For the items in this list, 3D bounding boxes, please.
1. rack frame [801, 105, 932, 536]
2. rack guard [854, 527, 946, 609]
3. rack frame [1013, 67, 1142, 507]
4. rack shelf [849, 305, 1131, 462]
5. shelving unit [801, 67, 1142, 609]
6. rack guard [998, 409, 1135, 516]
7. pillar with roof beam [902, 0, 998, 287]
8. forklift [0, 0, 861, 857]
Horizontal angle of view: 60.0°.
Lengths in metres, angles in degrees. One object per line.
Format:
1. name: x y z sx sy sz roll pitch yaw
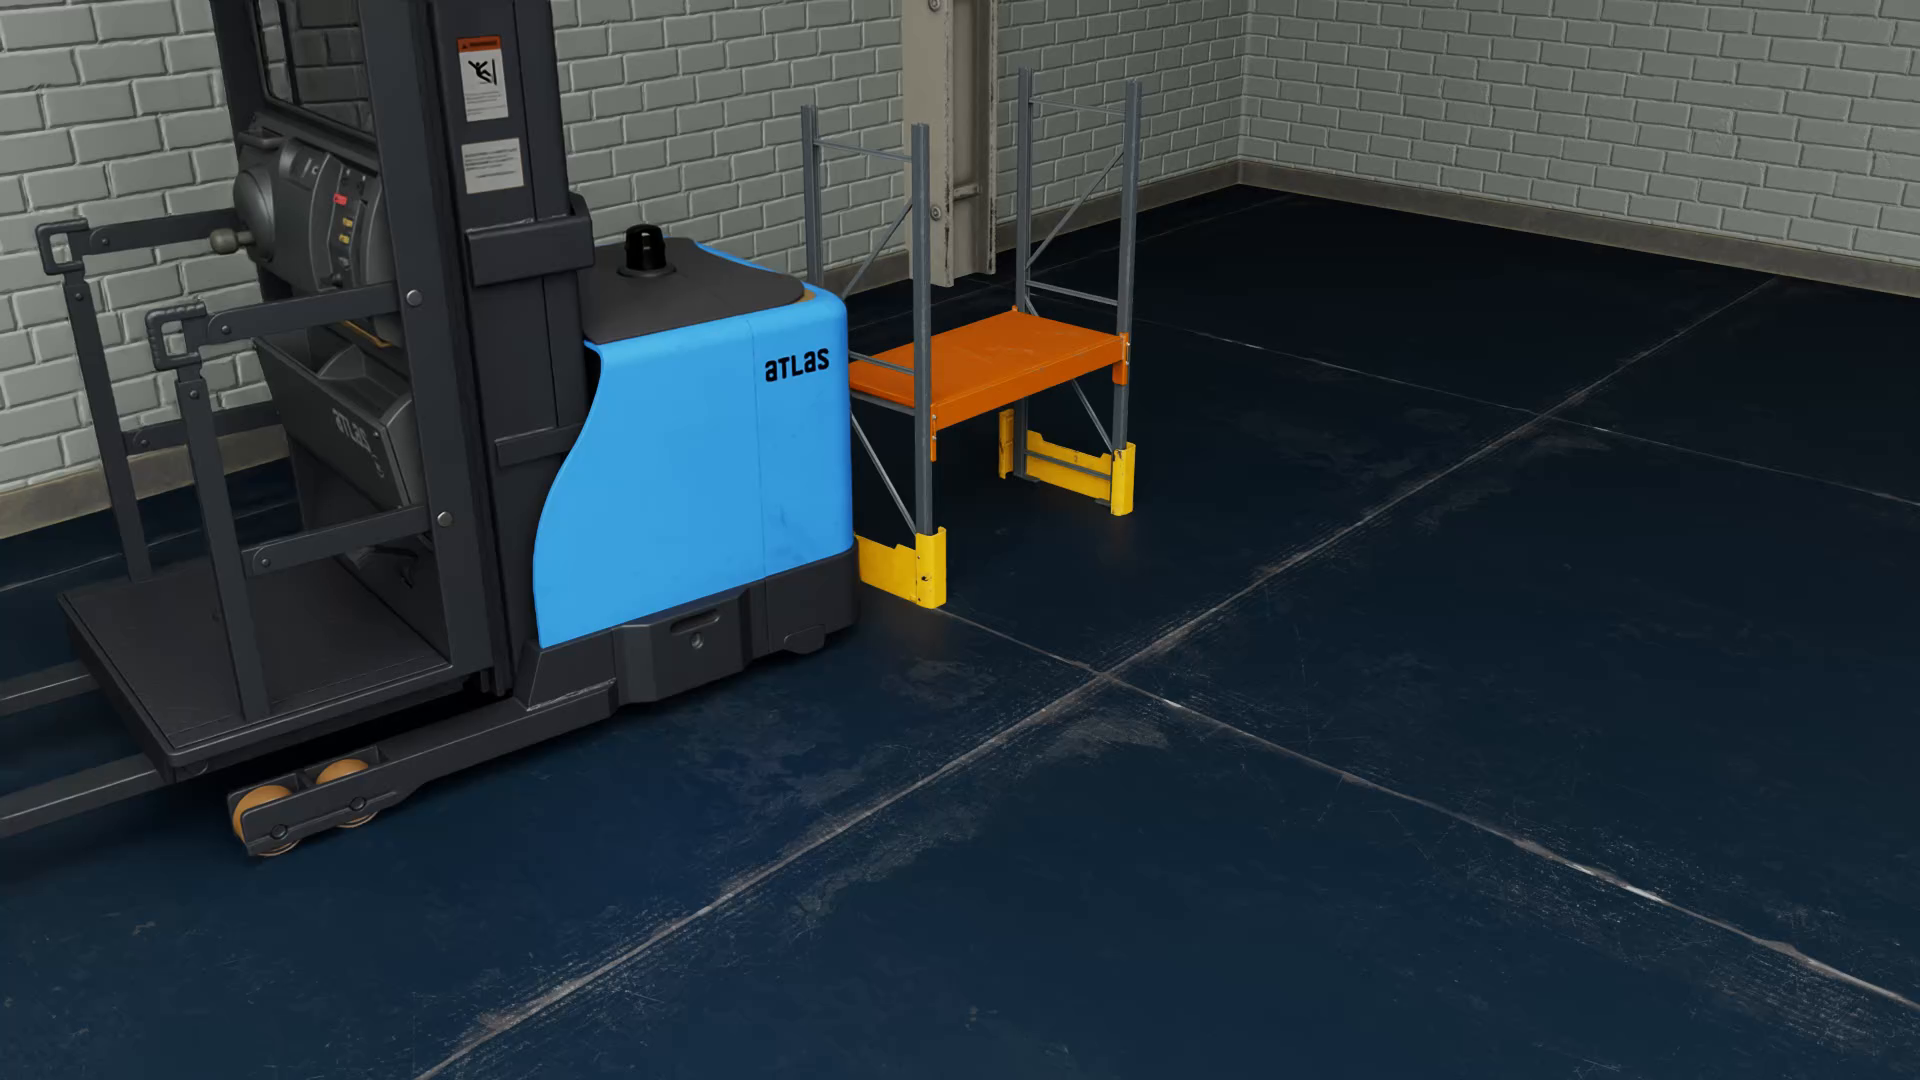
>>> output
1. rack frame: -0.282 -0.555 5.156 0.500 1.500 0.032 20 31 38
2. rack guard: -0.281 0.014 5.412 0.587 0.250 0.087 20 31 38
3. rack frame: 0.396 -0.865 5.847 0.500 1.500 0.032 20 31 38
4. rack shelf: 0.057 -0.546 5.575 0.538 0.185 1.000 20 31 38
5. shelving unit: 0.051 -0.708 5.495 0.587 1.500 1.083 20 31 38
6. rack guard: 0.383 -0.289 6.089 0.587 0.250 0.087 20 31 38
7. pillar with roof beam: 3.156 -4.354 4.461 9.100 9.000 0.400 20 31 38
8. forklift: -1.767 -0.814 3.984 3.031 2.935 1.130 -18 30 -35
